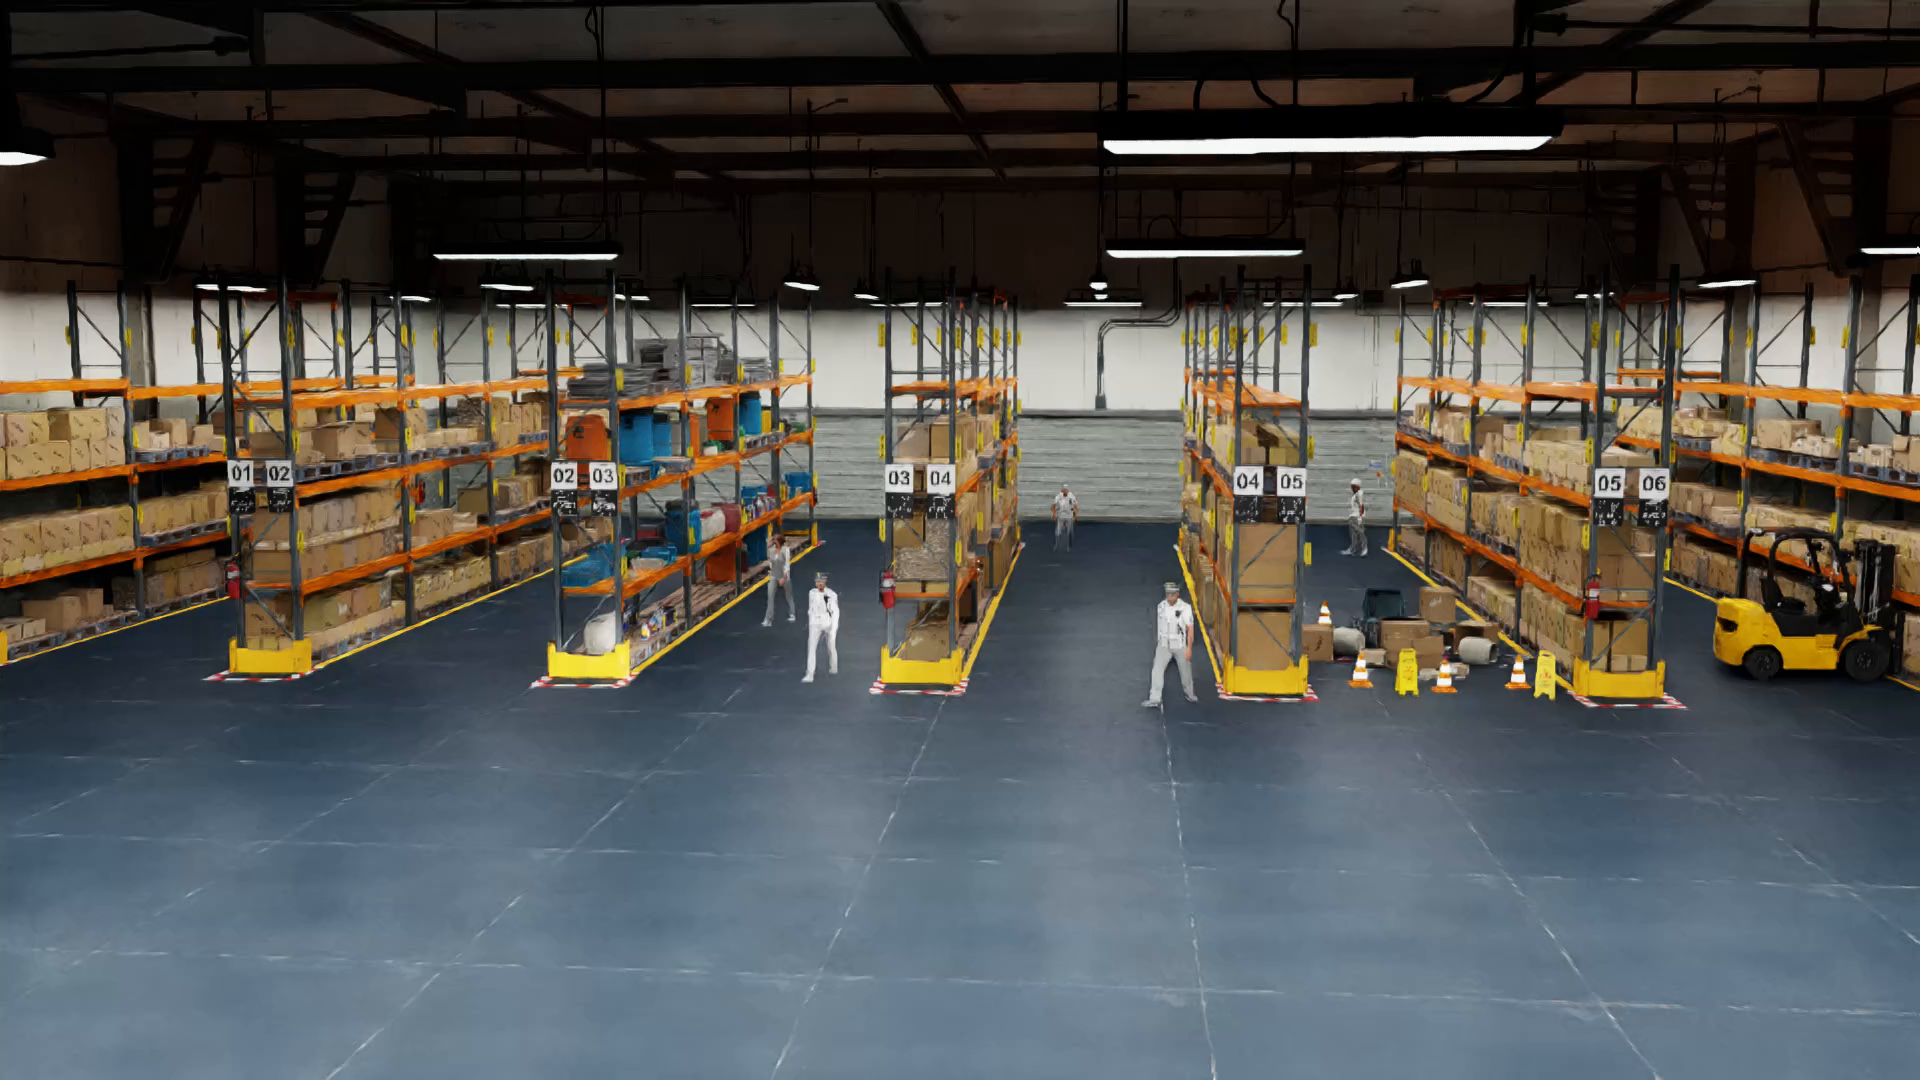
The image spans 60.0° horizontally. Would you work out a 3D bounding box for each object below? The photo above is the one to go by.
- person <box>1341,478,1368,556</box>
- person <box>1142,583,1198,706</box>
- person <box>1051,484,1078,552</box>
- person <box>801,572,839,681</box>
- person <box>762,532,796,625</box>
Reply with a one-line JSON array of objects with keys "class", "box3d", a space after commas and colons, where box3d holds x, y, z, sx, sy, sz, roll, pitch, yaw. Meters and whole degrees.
[{"class": "person", "box3d": [9.123, -0.535, 38.276, 0.515, 1.787, 0.664, 0, 7, -3]}, {"class": "person", "box3d": [2.900, 1.409, 22.653, 0.583, 1.711, 0.967, 4, 8, 29]}, {"class": "person", "box3d": [2.456, -0.520, 38.984, 0.625, 1.611, 0.582, 0, 7, 3]}, {"class": "person", "box3d": [-2.011, 1.237, 24.358, 0.494, 1.586, 1.068, 1, 7, 9]}, {"class": "person", "box3d": [-2.964, 0.623, 27.419, 0.408, 1.529, 0.959, 2, 7, 14]}]
